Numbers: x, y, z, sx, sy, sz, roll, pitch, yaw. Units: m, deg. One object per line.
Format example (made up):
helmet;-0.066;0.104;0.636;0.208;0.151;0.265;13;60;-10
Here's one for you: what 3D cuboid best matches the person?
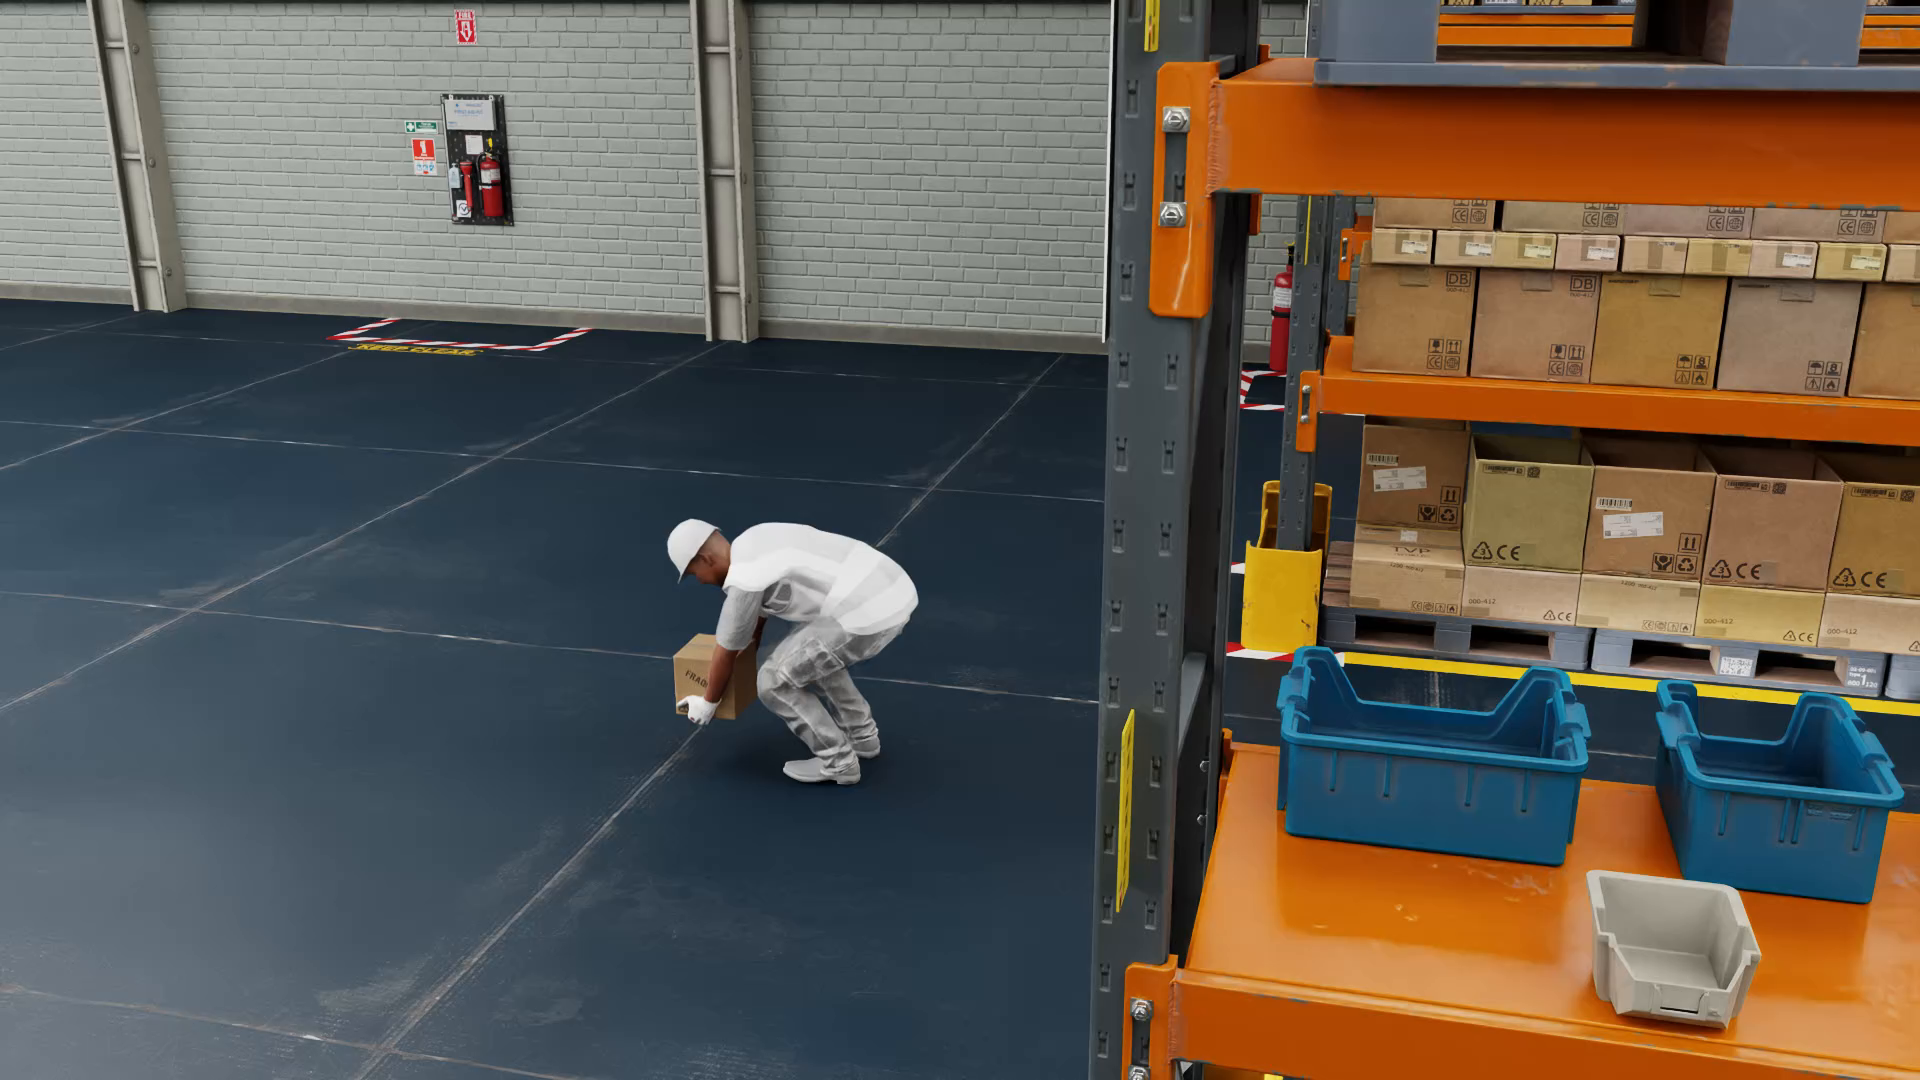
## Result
person;-0.658;0.419;6.512;0.970;0.995;0.549;4;19;12
